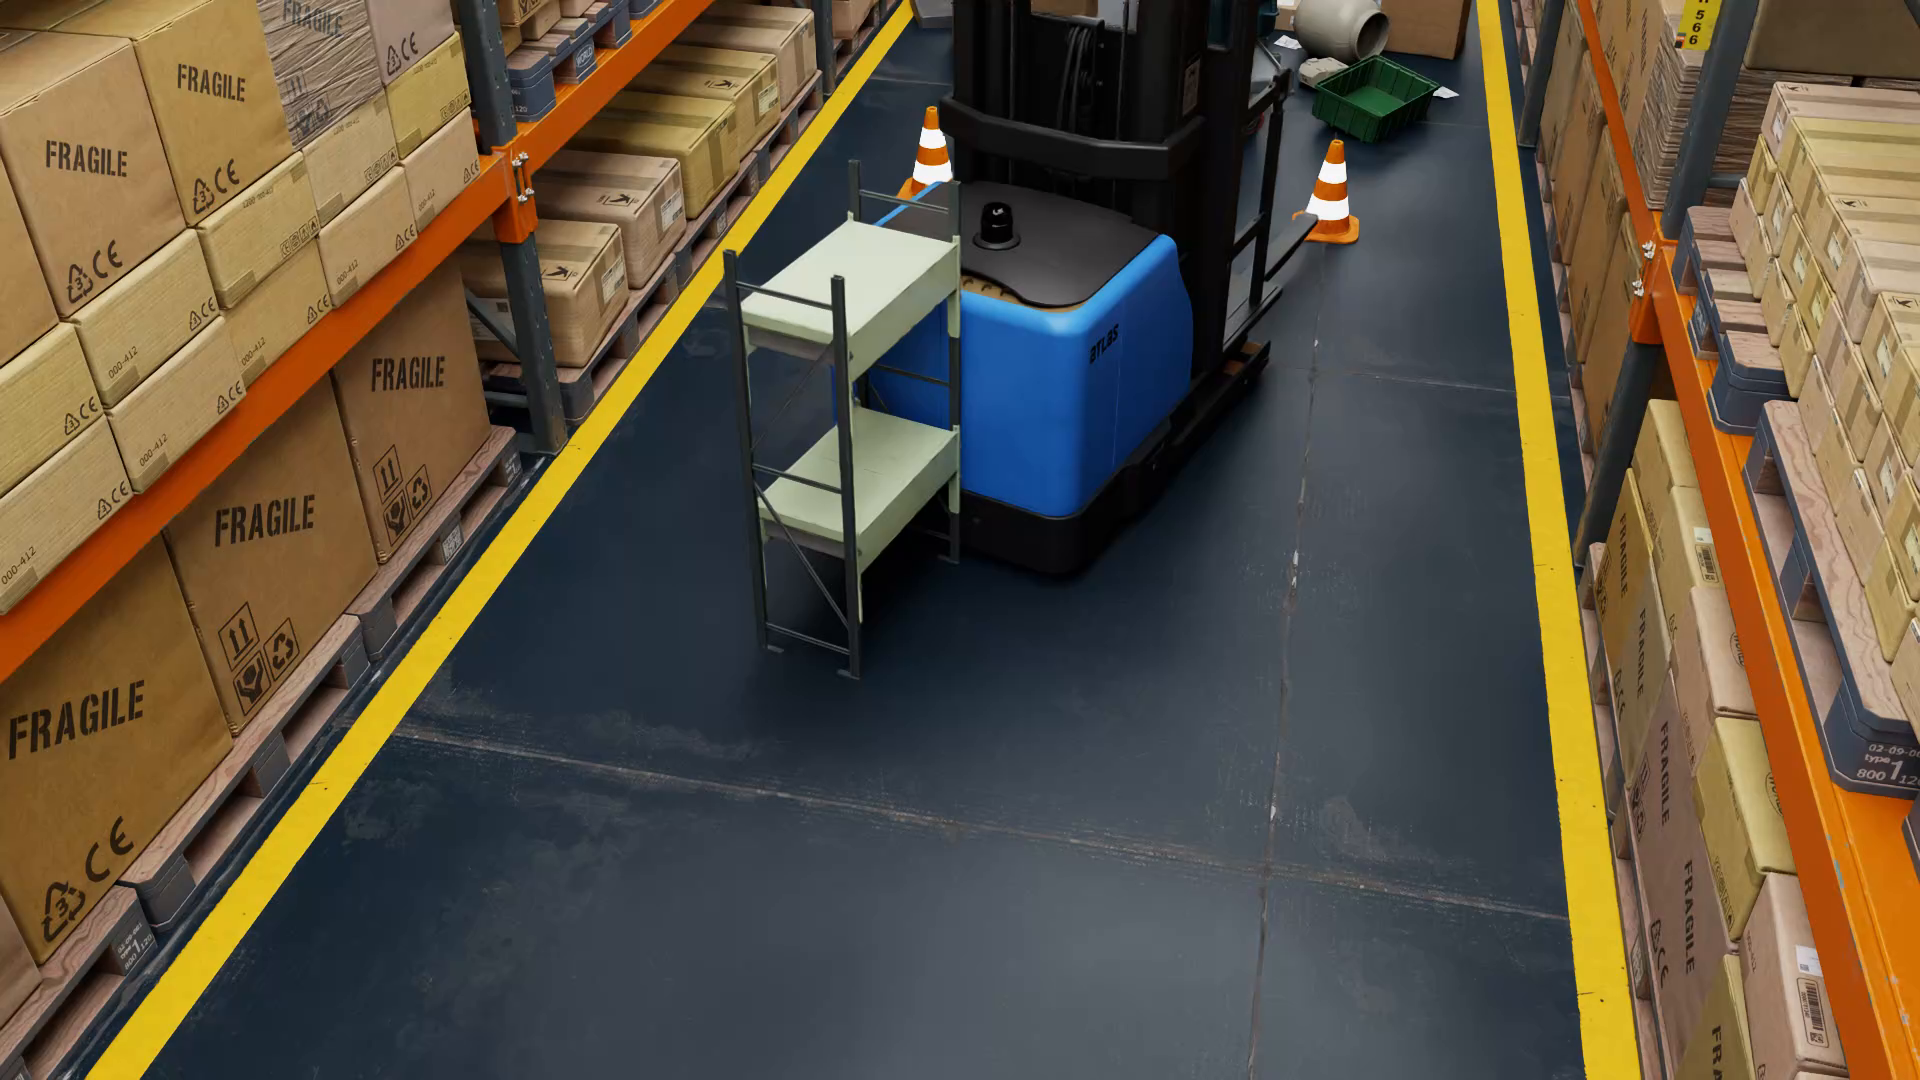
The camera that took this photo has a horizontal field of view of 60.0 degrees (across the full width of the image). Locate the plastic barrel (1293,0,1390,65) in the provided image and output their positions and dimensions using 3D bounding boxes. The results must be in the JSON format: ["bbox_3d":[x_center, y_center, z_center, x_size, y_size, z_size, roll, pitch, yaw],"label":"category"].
[{"bbox_3d":[2.355,-3.174,10.268,0.421,0.421,0.512,-24,42,-30],"label":"plastic barrel"}]

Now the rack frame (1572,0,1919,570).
[{"bbox_3d":[2.756,-1.081,5.185,1.000,3.000,0.127,7,37,10],"label":"rack frame"}]

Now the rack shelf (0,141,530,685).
[{"bbox_3d":[-2.528,-0.206,4.591,1.077,0.370,4.000,7,37,10],"label":"rack shelf"}]

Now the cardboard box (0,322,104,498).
[{"bbox_3d":[-2.368,-0.297,3.806,0.500,0.250,0.500,8,37,11],"label":"cardboard box"}]

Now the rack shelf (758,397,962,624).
[{"bbox_3d":[-0.346,-0.116,5.688,0.431,0.370,0.720,17,39,22],"label":"rack shelf"}]

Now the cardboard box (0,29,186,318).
[{"bbox_3d":[-2.285,-0.891,3.986,0.500,0.500,0.500,7,36,9],"label":"cardboard box"}]

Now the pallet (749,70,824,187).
[{"bbox_3d":[-1.411,-2.361,9.328,1.003,0.211,1.213,7,37,10],"label":"pallet"}]

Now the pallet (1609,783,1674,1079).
[{"bbox_3d":[2.325,1.193,4.424,1.003,0.211,1.213,7,37,10],"label":"pallet"}]

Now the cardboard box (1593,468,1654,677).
[{"bbox_3d":[2.356,0.135,5.280,0.500,0.500,0.500,6,36,8],"label":"cardboard box"}]

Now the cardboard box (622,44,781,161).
[{"bbox_3d":[-1.506,-2.329,8.789,0.950,0.372,0.625,10,37,13],"label":"cardboard box"}]

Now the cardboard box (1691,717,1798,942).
[{"bbox_3d":[2.036,0.694,3.869,0.500,0.250,0.500,6,36,8],"label":"cardboard box"}]

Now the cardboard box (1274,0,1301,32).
[{"bbox_3d":[2.179,-3.483,10.830,0.396,0.266,0.258,14,38,18],"label":"cardboard box"}]

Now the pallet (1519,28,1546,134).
[{"bbox_3d":[3.850,-2.671,9.756,1.003,0.211,1.213,7,37,10],"label":"pallet"}]

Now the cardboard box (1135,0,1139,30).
[{"bbox_3d":[1.514,-3.412,10.414,0.797,0.637,0.503,7,37,10],"label":"cardboard box"}]

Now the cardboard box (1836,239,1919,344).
[{"bbox_3d":[2.244,-0.548,3.799,0.380,0.149,0.250,9,37,12],"label":"cardboard box"}]

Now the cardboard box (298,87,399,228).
[{"bbox_3d":[-2.062,-1.181,5.025,0.500,0.250,0.500,6,36,9],"label":"cardboard box"}]

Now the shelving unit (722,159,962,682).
[{"bbox_3d":[-0.346,-0.380,5.497,0.431,1.500,0.755,17,39,22],"label":"shelving unit"}]

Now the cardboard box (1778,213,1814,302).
[{"bbox_3d":[2.347,-0.709,4.274,0.380,0.149,0.250,6,36,9],"label":"cardboard box"}]

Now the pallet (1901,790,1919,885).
[{"bbox_3d":[2.207,0.870,2.657,1.003,0.211,1.213,7,37,10],"label":"pallet"}]

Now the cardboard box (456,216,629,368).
[{"bbox_3d":[-1.970,-1.072,7.055,0.950,0.372,0.625,5,36,7],"label":"cardboard box"}]

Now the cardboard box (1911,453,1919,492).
[{"bbox_3d":[2.076,-0.099,3.179,0.380,0.149,0.250,6,36,8],"label":"cardboard box"}]

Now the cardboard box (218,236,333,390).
[{"bbox_3d":[-2.172,-0.679,4.758,0.500,0.250,0.500,7,37,9],"label":"cardboard box"}]

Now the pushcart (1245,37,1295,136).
[{"bbox_3d":[0.991,-2.618,9.540,1.648,0.377,0.936,-5,36,-6],"label":"pushcart"}]

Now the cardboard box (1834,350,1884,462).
[{"bbox_3d":[2.183,-0.279,3.682,0.380,0.149,0.250,7,37,10],"label":"cardboard box"}]

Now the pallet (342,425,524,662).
[{"bbox_3d":[-2.343,-0.072,6.169,1.003,0.211,1.213,7,37,10],"label":"pallet"}]

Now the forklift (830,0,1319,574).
[{"bbox_3d":[0.686,-1.907,6.383,1.130,2.935,3.031,19,40,24],"label":"forklift"}]

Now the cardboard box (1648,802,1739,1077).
[{"bbox_3d":[2.038,1.011,4.071,0.500,0.500,0.500,7,36,9],"label":"cardboard box"}]

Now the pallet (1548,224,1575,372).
[{"bbox_3d":[3.261,-1.092,7.576,1.003,0.211,1.213,7,37,10],"label":"pallet"}]

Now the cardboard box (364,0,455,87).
[{"bbox_3d":[-1.956,-1.760,5.184,0.500,0.500,0.500,6,36,9],"label":"cardboard box"}]

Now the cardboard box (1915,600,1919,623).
[{"bbox_3d":[2.016,0.171,3.060,0.380,0.149,0.250,6,36,8],"label":"cardboard box"}]

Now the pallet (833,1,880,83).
[{"bbox_3d":[-1.138,-3.197,10.481,1.003,0.211,1.213,7,37,10],"label":"pallet"}]

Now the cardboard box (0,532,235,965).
[{"bbox_3d":[-2.716,0.456,4.518,0.875,0.875,0.875,8,37,11],"label":"cardboard box"}]

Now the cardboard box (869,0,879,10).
[{"bbox_3d":[-0.754,-3.605,10.653,0.500,0.250,0.500,9,37,13],"label":"cardboard box"}]

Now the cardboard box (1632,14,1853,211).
[{"bbox_3d":[2.590,-1.413,5.559,0.500,0.500,0.500,7,37,10],"label":"cardboard box"}]

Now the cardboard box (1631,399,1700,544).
[{"bbox_3d":[2.373,-0.177,5.072,0.500,0.250,0.500,6,36,8],"label":"cardboard box"}]

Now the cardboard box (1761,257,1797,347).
[{"bbox_3d":[2.349,-0.609,4.391,0.380,0.149,0.250,9,37,12],"label":"cardboard box"}]

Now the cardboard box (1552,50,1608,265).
[{"bbox_3d":[3.356,-1.713,7.617,1.050,0.750,0.750,7,37,10],"label":"cardboard box"}]

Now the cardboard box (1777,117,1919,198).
[{"bbox_3d":[2.414,-0.995,4.416,0.380,0.149,0.250,6,36,9],"label":"cardboard box"}]

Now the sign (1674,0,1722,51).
[{"bbox_3d":[2.214,-1.617,4.939,0.100,0.325,0.005,7,37,10],"label":"sign"}]

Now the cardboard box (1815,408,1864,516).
[{"bbox_3d":[2.182,-0.158,3.768,0.380,0.149,0.250,8,37,11],"label":"cardboard box"}]

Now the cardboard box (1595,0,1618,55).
[{"bbox_3d":[2.910,-2.280,6.755,0.500,0.500,0.500,8,37,11],"label":"cardboard box"}]

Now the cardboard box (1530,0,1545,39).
[{"bbox_3d":[4.002,-3.553,10.049,0.875,0.875,0.875,8,37,10],"label":"cardboard box"}]

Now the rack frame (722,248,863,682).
[{"bbox_3d":[-0.512,-0.189,5.233,0.400,1.500,0.023,17,39,22],"label":"rack frame"}]

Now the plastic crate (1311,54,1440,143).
[{"bbox_3d":[2.368,-2.523,9.522,0.450,0.188,0.662,36,48,26],"label":"plastic crate"}]

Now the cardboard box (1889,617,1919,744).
[{"bbox_3d":[2.011,0.296,3.142,0.380,0.149,0.250,6,36,8],"label":"cardboard box"}]

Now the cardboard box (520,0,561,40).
[{"bbox_3d":[-1.757,-2.033,6.355,0.380,0.149,0.250,5,36,7],"label":"cardboard box"}]
